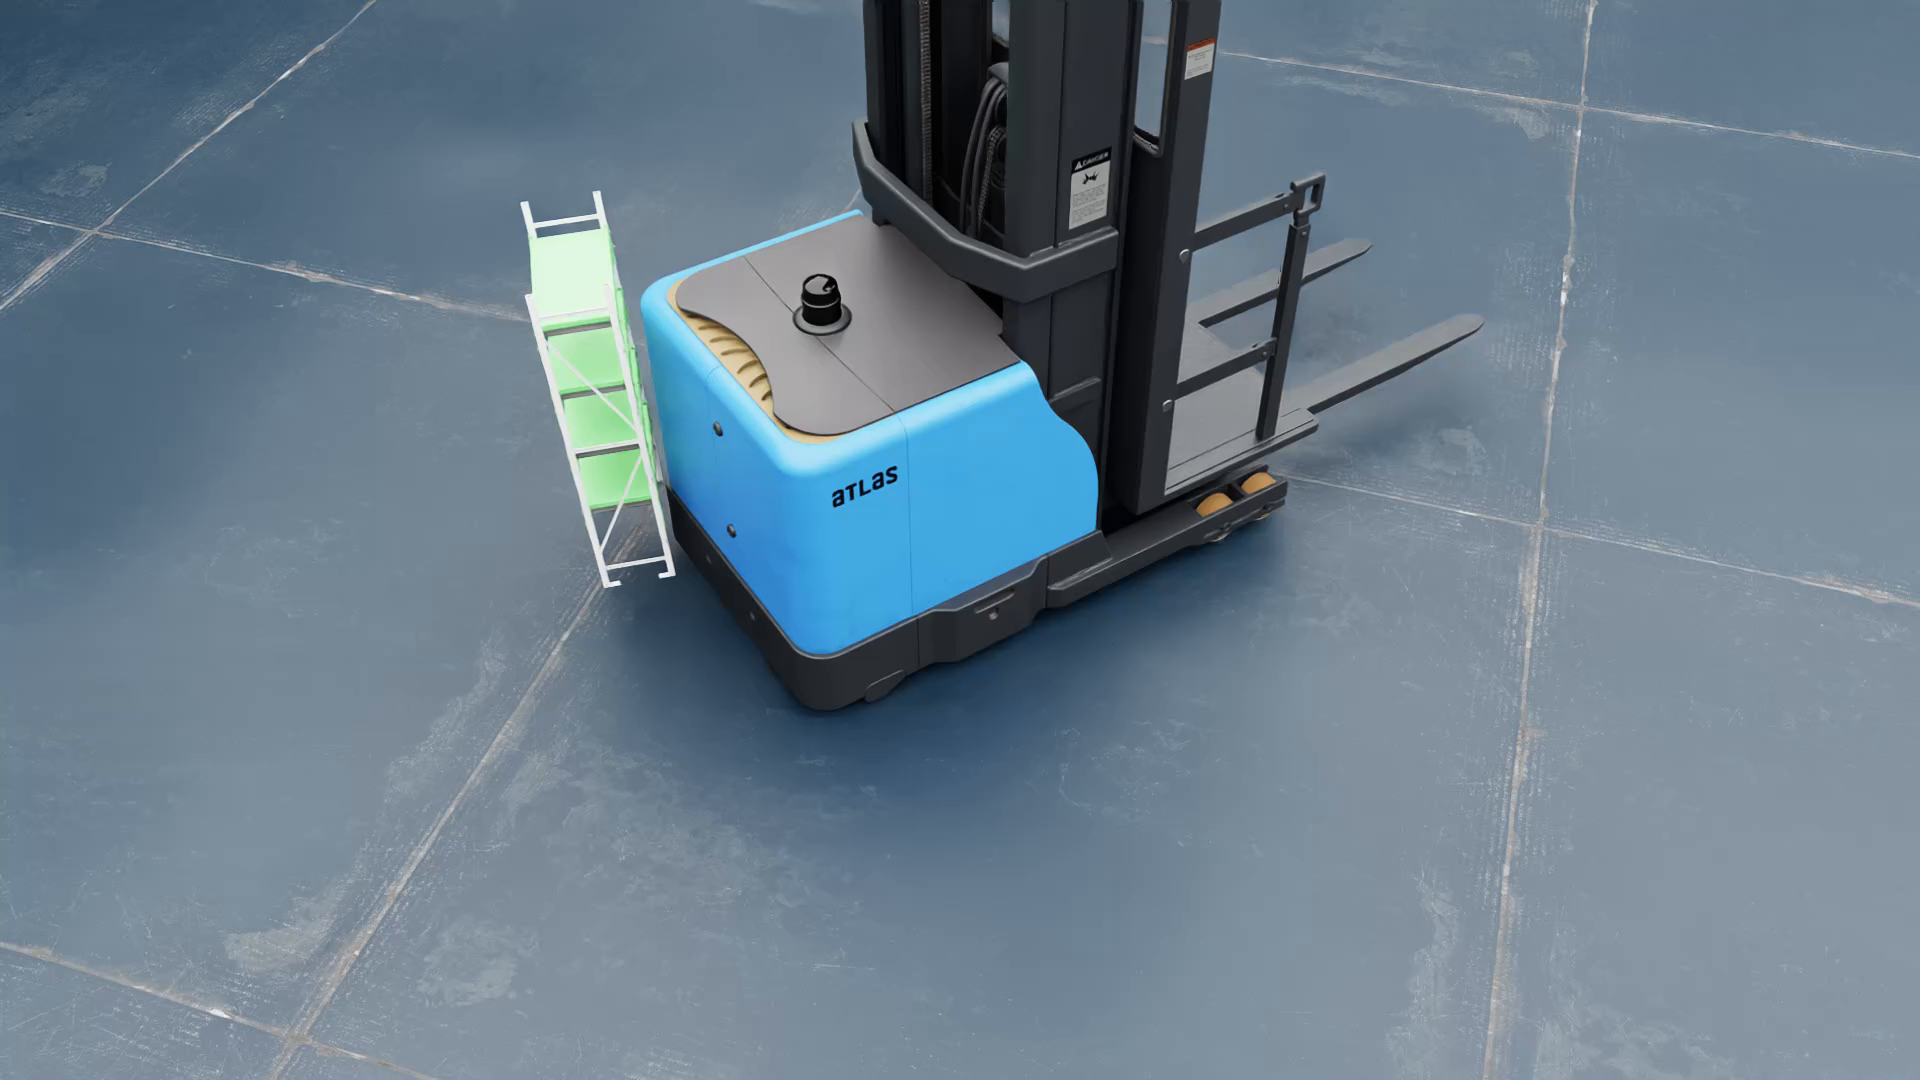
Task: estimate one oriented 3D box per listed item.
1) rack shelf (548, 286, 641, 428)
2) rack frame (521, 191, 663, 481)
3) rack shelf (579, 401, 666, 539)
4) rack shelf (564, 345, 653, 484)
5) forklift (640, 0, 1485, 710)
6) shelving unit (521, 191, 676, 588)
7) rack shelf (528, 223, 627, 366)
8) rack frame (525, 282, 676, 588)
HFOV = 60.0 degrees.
[{"bbox_3d":[-1.158,-0.581,5.228,0.258,0.148,0.480,-10,45,-7],"label":"rack shelf"},{"bbox_3d":[-1.203,-0.623,5.522,0.240,1.200,0.015,-10,45,-7],"label":"rack frame"},{"bbox_3d":[-1.141,-0.241,5.566,0.258,0.148,0.480,-10,45,-7],"label":"rack shelf"},{"bbox_3d":[-1.150,-0.411,5.397,0.258,0.148,0.480,-10,45,-7],"label":"rack shelf"},{"bbox_3d":[0.534,-1.329,5.013,3.031,2.935,1.130,-25,49,-23],"label":"forklift"},{"bbox_3d":[-1.152,-0.456,5.352,0.258,1.200,0.503,-10,45,-7],"label":"shelving unit"},{"bbox_3d":[-1.167,-0.751,5.059,0.258,0.148,0.480,-10,45,-7],"label":"rack shelf"},{"bbox_3d":[-1.101,-0.290,5.181,0.240,1.200,0.015,-10,45,-7],"label":"rack frame"}]
